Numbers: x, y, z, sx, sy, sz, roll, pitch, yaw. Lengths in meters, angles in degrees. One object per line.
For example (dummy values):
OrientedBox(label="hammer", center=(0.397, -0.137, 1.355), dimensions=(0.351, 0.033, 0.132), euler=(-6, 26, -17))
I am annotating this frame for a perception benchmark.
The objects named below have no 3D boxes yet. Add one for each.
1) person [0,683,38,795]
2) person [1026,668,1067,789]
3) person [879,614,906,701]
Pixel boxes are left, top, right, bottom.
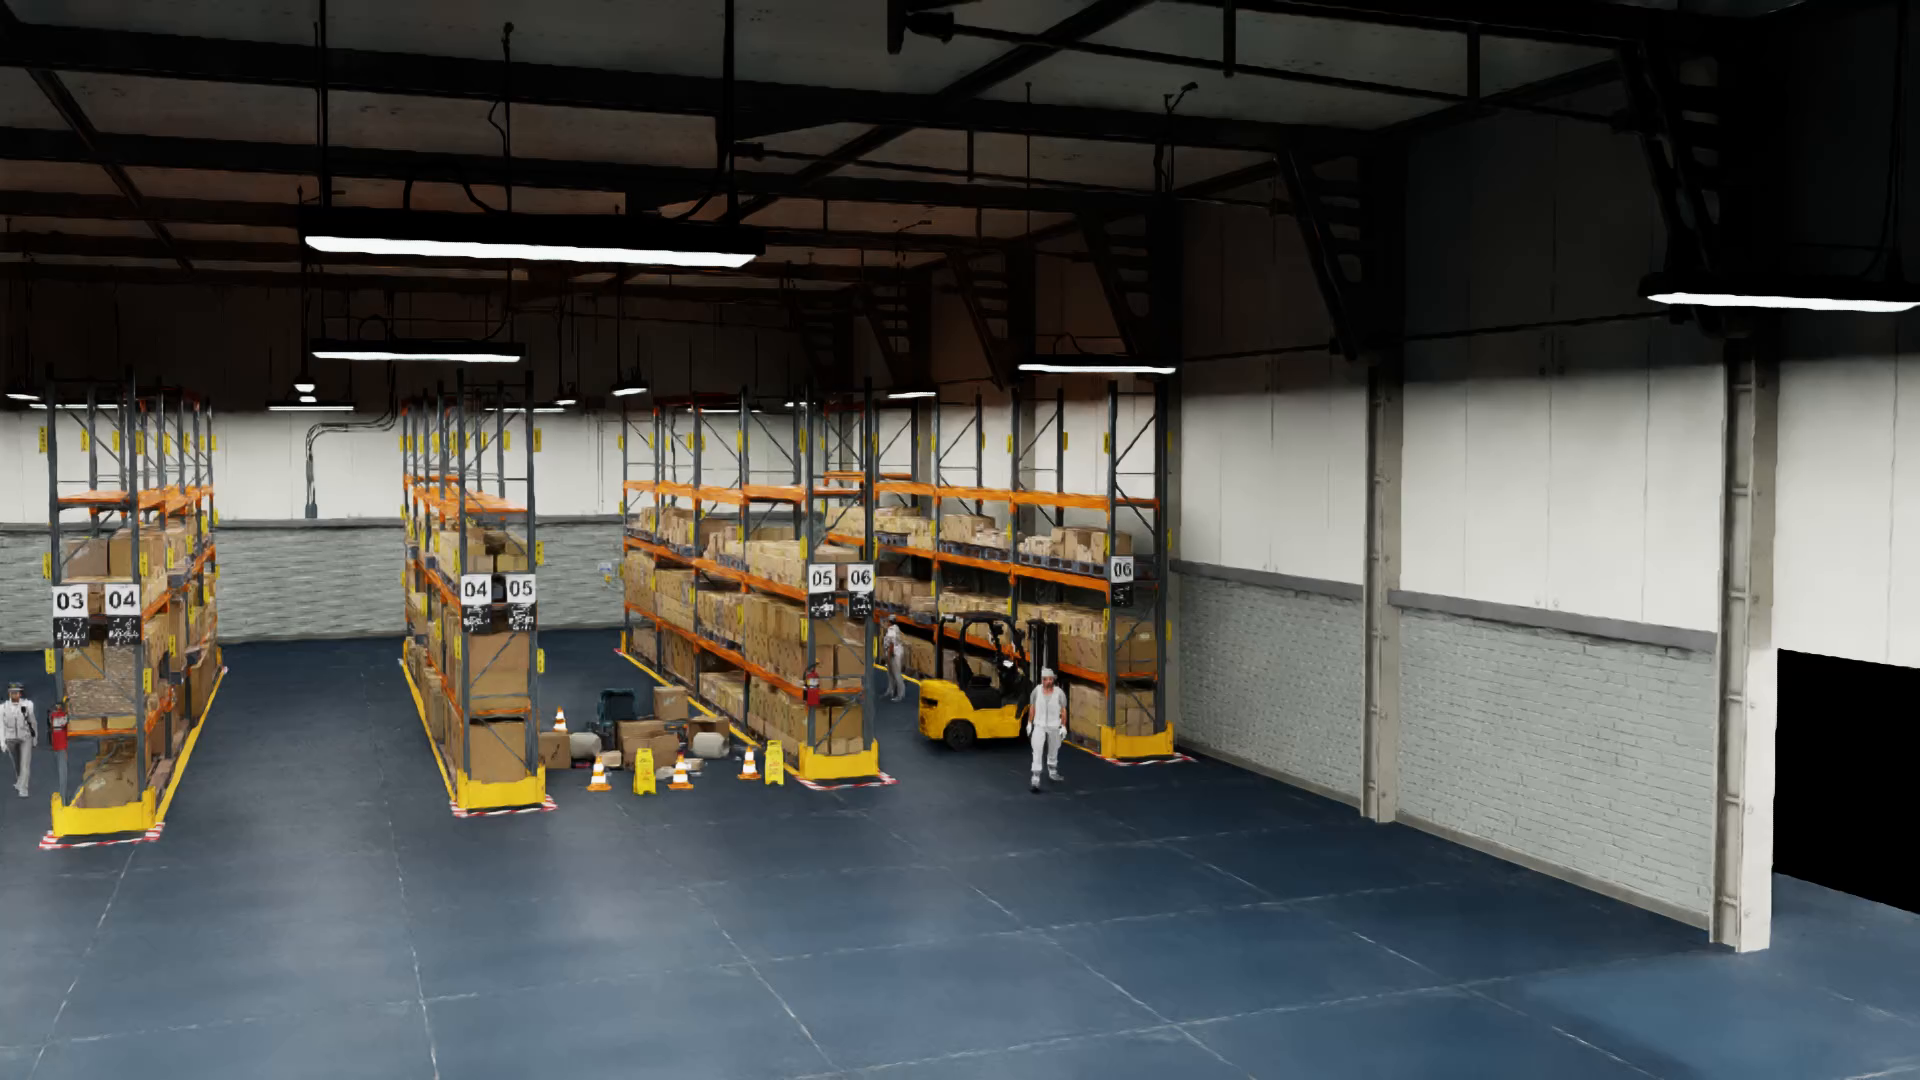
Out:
OrientedBox(label="person", center=(-13.428, 2.803, 23.675), dimensions=(0.495, 1.589, 1.086), euler=(-1, 4, -18))
OrientedBox(label="person", center=(1.262, 2.716, 24.208), dimensions=(0.596, 1.742, 0.960), euler=(0, 3, 3))
OrientedBox(label="person", center=(-1.321, 2.268, 32.400), dimensions=(0.563, 1.655, 0.596), euler=(0, 3, 5))
